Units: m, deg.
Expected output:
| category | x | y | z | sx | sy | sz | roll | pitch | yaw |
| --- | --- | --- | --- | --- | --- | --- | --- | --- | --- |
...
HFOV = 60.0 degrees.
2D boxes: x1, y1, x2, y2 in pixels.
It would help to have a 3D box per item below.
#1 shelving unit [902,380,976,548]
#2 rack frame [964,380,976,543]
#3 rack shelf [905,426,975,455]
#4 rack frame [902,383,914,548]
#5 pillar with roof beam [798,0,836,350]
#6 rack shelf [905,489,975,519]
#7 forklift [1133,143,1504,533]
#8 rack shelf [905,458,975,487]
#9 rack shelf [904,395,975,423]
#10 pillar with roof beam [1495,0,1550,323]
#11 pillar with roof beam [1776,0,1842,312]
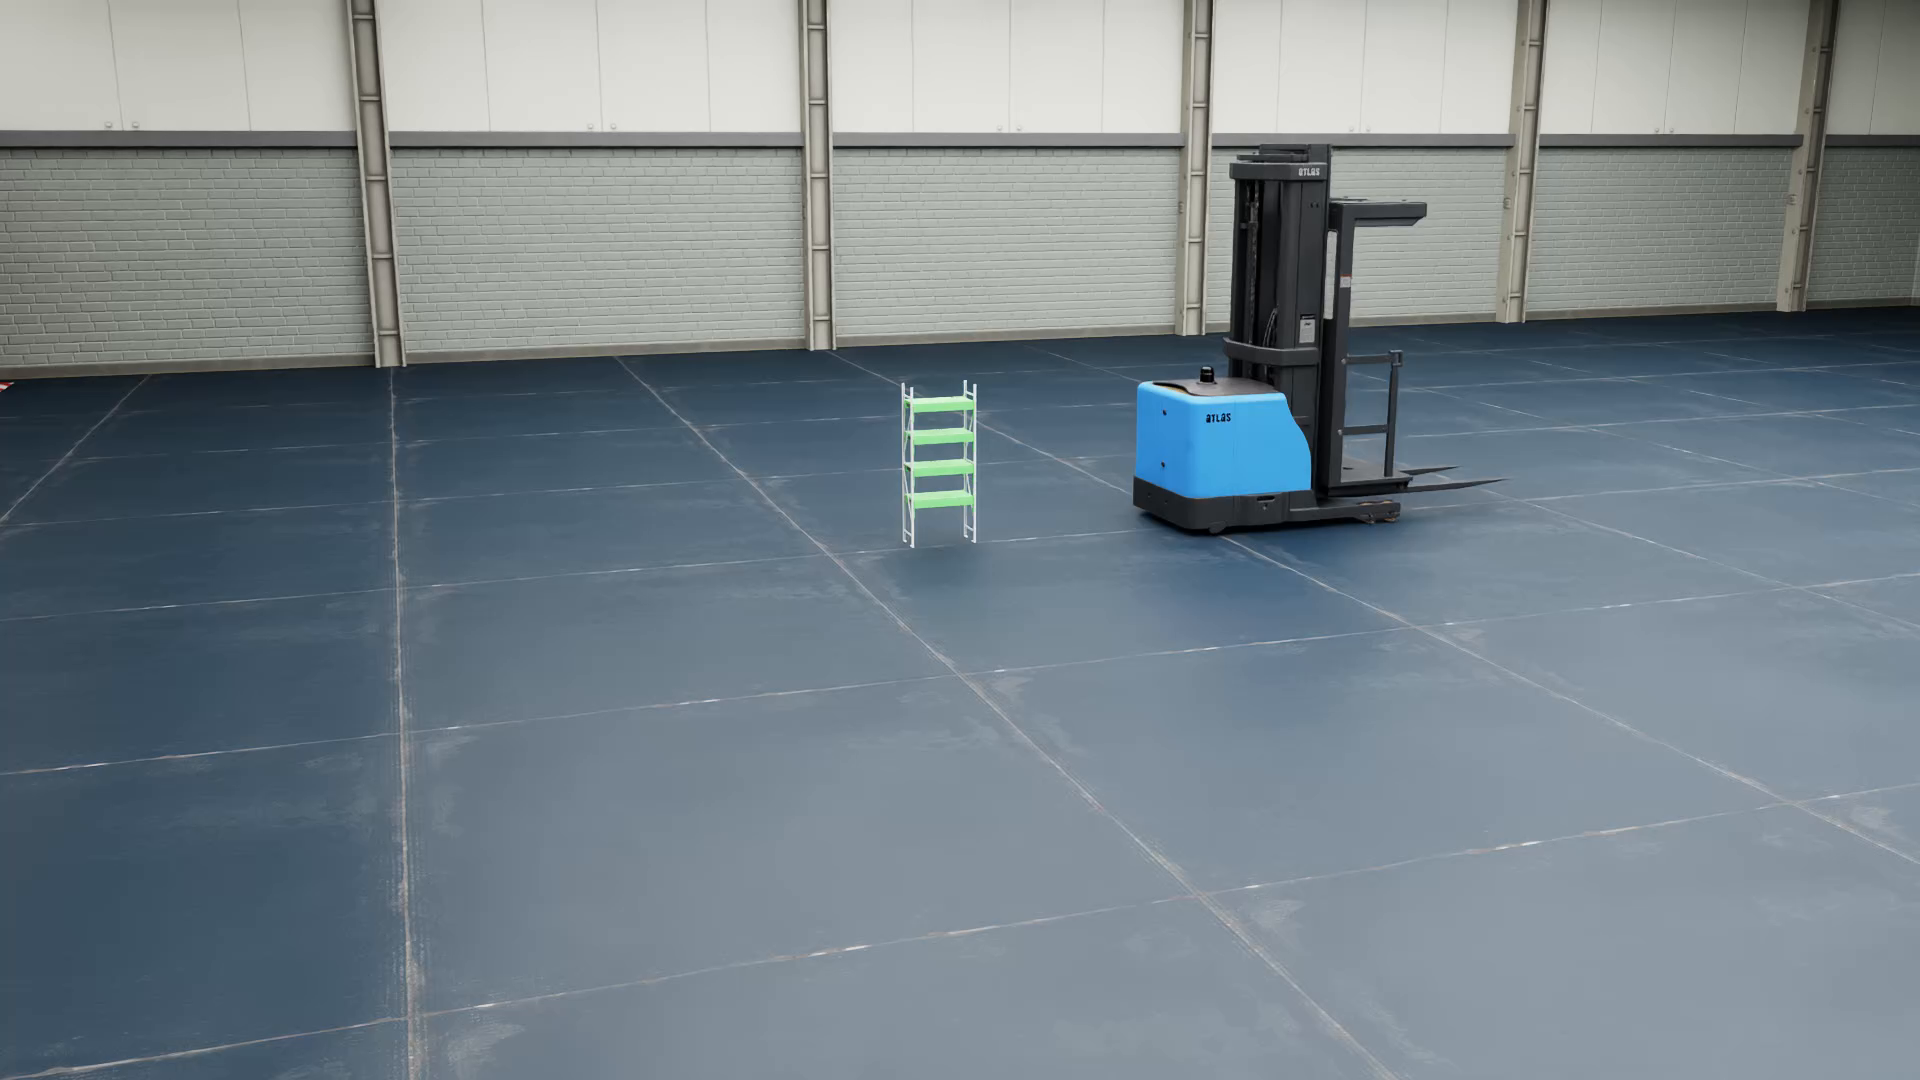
| category | x | y | z | sx | sy | sz | roll | pitch | yaw |
| --- | --- | --- | --- | --- | --- | --- | --- | --- | --- |
| shelving unit | -0.157 | -0.571 | 12.453 | 0.503 | 1.200 | 0.258 | -4 | 14 | -18 |
| rack frame | 0.074 | -0.590 | 12.528 | 0.015 | 1.200 | 0.240 | -4 | 14 | -18 |
| rack shelf | -0.157 | -0.743 | 12.412 | 0.480 | 0.148 | 0.258 | -4 | 14 | -18 |
| rack frame | -0.388 | -0.553 | 12.377 | 0.015 | 1.200 | 0.240 | -4 | 14 | -18 |
| pillar with roof beam | -0.677 | -6.249 | 19.467 | 0.400 | 9.000 | 9.100 | -4 | 14 | -18 |
| rack shelf | -0.157 | -0.276 | 12.523 | 0.480 | 0.148 | 0.258 | -4 | 14 | -18 |
| forklift | 2.982 | -1.665 | 13.308 | 3.031 | 2.935 | 1.130 | -5 | 14 | -19 |
| rack shelf | -0.157 | -0.509 | 12.467 | 0.480 | 0.148 | 0.258 | -4 | 14 | -18 |
| rack shelf | -0.157 | -0.976 | 12.356 | 0.480 | 0.148 | 0.258 | -4 | 14 | -18 |
| pillar with roof beam | 10.697 | -7.135 | 23.191 | 0.400 | 9.000 | 9.100 | -4 | 14 | -18 |
| pillar with roof beam | 16.383 | -7.577 | 25.052 | 0.400 | 9.000 | 9.100 | -4 | 14 | -18 |
